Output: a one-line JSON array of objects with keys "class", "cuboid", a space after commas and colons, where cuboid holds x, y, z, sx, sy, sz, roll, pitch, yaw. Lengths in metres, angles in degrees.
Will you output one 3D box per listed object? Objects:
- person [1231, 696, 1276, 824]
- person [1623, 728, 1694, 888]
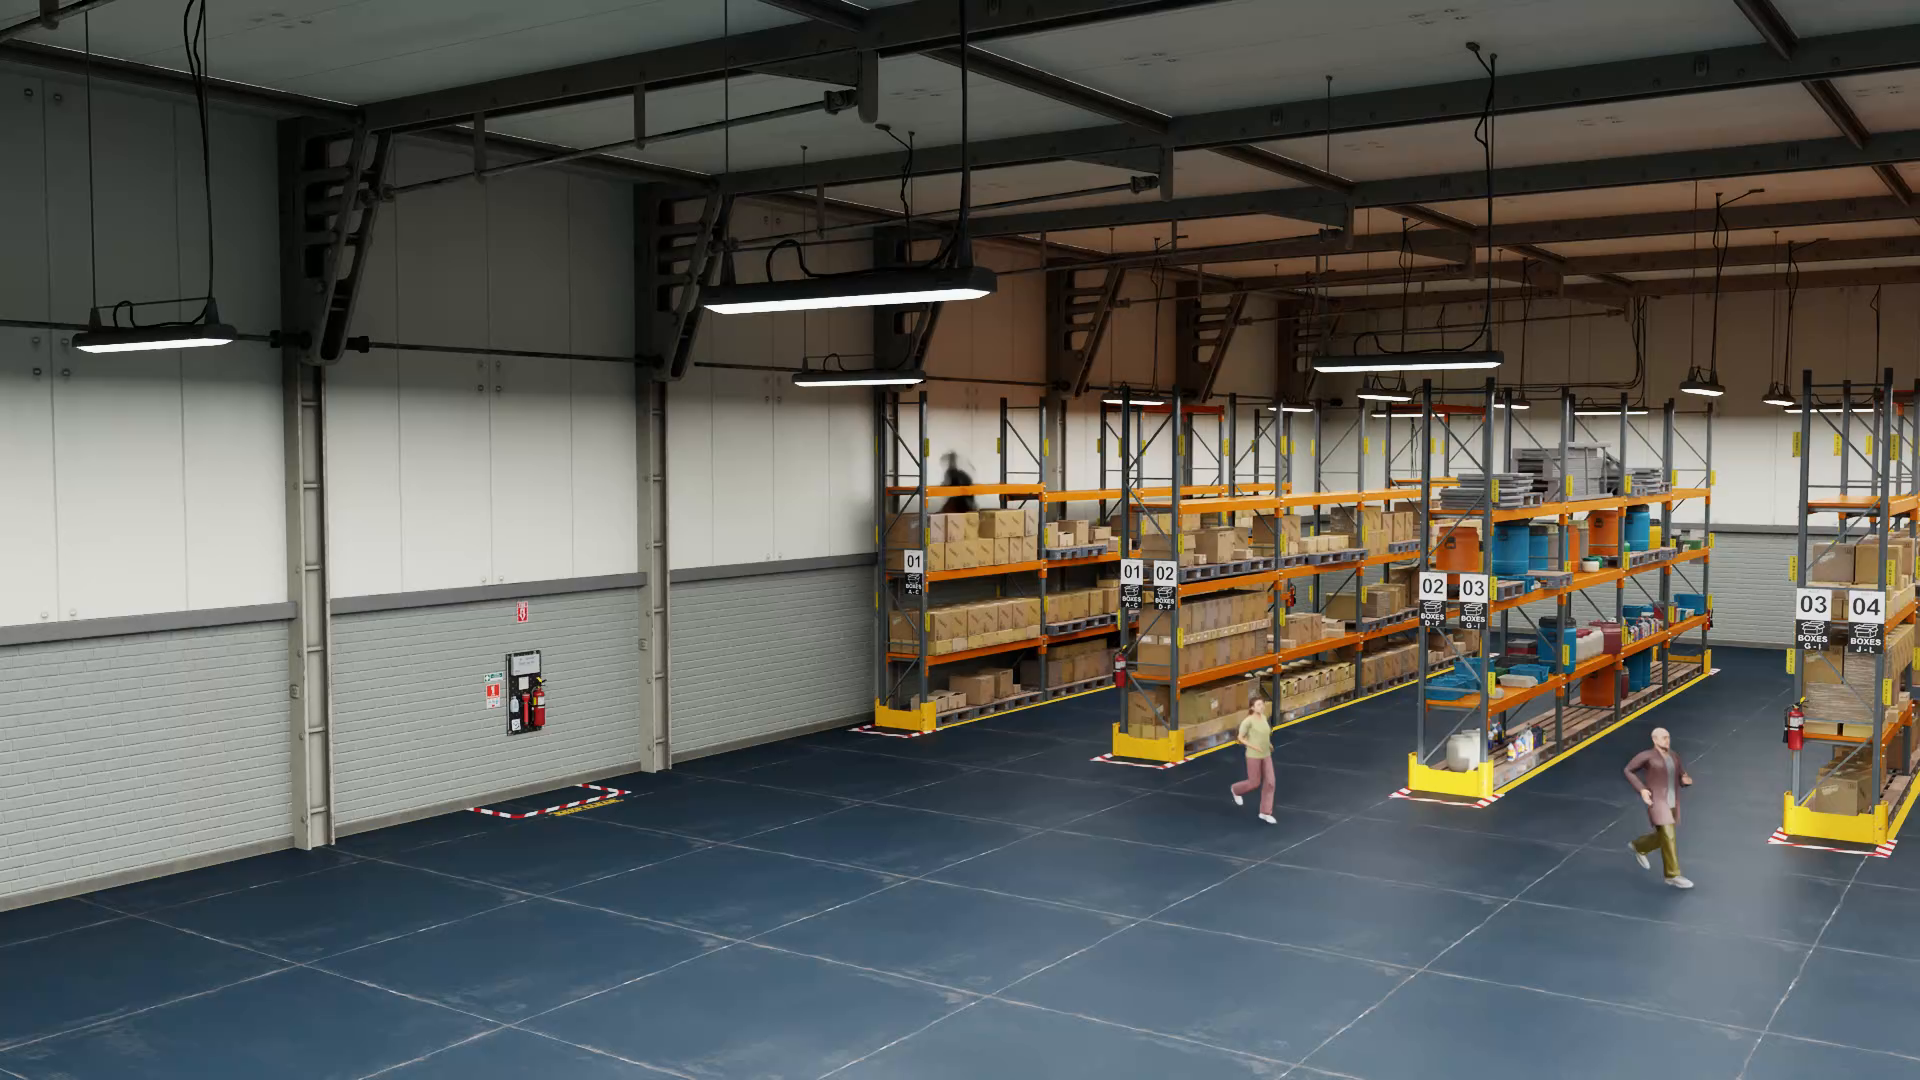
[{"class": "person", "cuboid": [4.005, 2.940, 22.493, 0.587, 1.664, 0.866, -2, 4, -29]}, {"class": "person", "cuboid": [8.068, 3.045, 19.147, 0.714, 1.742, 1.022, -1, 3, -24]}]
